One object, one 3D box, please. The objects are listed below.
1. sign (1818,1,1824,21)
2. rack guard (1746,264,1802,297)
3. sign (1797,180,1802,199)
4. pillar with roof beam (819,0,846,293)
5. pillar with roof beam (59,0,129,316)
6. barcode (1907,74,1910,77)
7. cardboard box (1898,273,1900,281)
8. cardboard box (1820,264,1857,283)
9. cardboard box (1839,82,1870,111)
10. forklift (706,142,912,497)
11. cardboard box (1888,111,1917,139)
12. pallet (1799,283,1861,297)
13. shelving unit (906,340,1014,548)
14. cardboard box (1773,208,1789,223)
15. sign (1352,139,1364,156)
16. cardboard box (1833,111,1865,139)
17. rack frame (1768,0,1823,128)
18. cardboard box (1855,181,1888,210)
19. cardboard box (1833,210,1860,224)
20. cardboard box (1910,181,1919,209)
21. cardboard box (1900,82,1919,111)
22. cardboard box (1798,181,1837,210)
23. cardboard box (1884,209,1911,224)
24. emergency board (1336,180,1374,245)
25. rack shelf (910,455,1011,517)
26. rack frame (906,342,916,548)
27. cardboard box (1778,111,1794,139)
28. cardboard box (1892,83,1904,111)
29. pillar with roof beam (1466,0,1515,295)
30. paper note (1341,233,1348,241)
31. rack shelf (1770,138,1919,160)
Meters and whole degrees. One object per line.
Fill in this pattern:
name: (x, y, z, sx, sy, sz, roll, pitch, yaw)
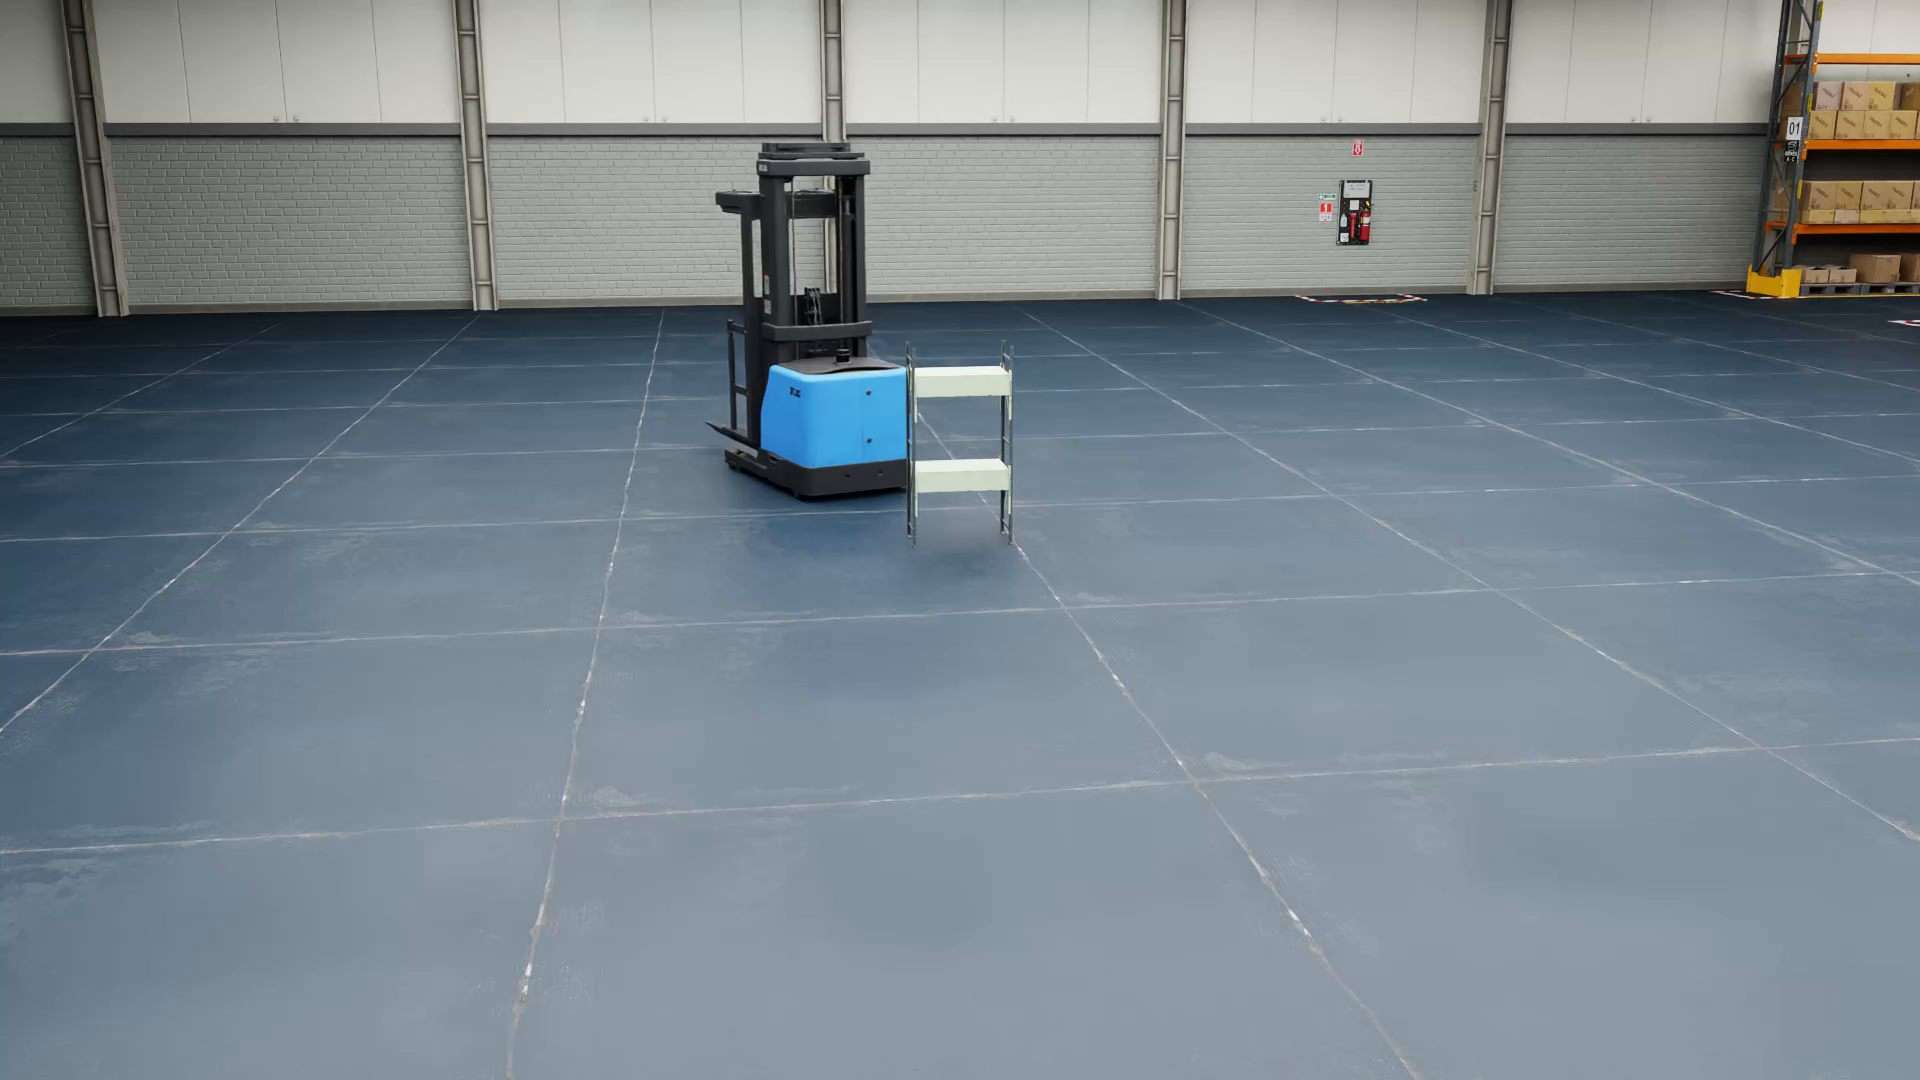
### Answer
sign: (15.146, -9.309, 29.260, 0.005, 0.325, 0.100, -2, 14, -8)
rack guard: (15.140, -4.829, 30.949, 0.348, 0.500, 1.175, -2, 14, -8)
sign: (15.146, -6.328, 30.008, 0.005, 0.325, 0.100, -2, 14, -8)
pillar with roof beam: (-1.529, -7.494, 24.104, 0.400, 9.000, 9.100, -2, 14, -8)
pillar with roof beam: (-13.395, -7.059, 22.370, 0.400, 9.000, 9.100, -2, 14, -8)
barcode: (17.582, -8.613, 30.827, 0.075, 0.075, 0.001, -2, 14, -8)
cardboard box: (17.436, -4.961, 31.293, 0.250, 0.149, 0.380, -3, 14, -13)
cardboard box: (16.326, -4.972, 31.003, 0.500, 0.311, 0.500, -1, 14, -4)
cardboard box: (15.986, -7.998, 29.979, 0.500, 0.500, 0.500, -2, 14, -9)
forklift: (-1.519, -2.094, 15.048, 1.130, 2.935, 3.031, -7, 16, -27)
cardboard box: (17.009, -7.559, 30.283, 0.500, 0.500, 0.500, -1, 14, -5)
pallet: (15.949, -4.710, 31.067, 1.213, 0.211, 1.003, -2, 14, -8)
shelving unit: (-0.007, -0.727, 12.538, 0.755, 1.500, 0.431, -2, 14, -8)
cardboard box: (15.498, -6.039, 30.903, 0.500, 0.250, 0.500, -2, 14, -7)
sign: (7.223, -7.122, 30.189, 0.199, 0.298, 0.001, -2, 14, -8)
cardboard box: (15.969, -7.514, 30.106, 0.500, 0.500, 0.500, -1, 14, -5)
rack frame: (15.065, -8.948, 29.904, 0.127, 3.000, 1.000, -2, 14, -8)
cardboard box: (16.584, -6.317, 30.469, 0.500, 0.500, 0.500, -3, 14, -10)
cardboard box: (16.106, -5.939, 30.504, 0.500, 0.250, 0.500, -3, 14, -10)
cardboard box: (17.607, -6.357, 30.631, 0.500, 0.500, 0.500, -3, 14, -10)
cardboard box: (17.510, -8.054, 30.203, 0.500, 0.500, 0.500, -3, 14, -10)
cardboard box: (15.582, -6.284, 30.339, 0.500, 0.500, 0.500, -2, 14, -8)
cardboard box: (17.111, -5.974, 30.643, 0.500, 0.250, 0.500, -2, 14, -8)
emergency board: (7.246, -5.974, 30.377, 0.643, 1.169, 0.194, -2, 14, -8)
rack shelf: (-0.007, -0.411, 12.618, 0.720, 0.370, 0.431, -2, 14, -8)
rack frame: (-0.369, -0.714, 12.486, 0.023, 1.500, 0.400, -2, 14, -8)
cardboard box: (15.440, -7.628, 30.557, 0.500, 0.500, 0.500, -1, 14, -4)
cardboard box: (16.980, -8.166, 30.650, 0.500, 0.500, 0.500, -2, 14, -8)
pillar with roof beam: (10.337, -7.929, 25.838, 0.400, 9.000, 9.100, -2, 14, -8)
paper note: (7.061, -5.557, 30.525, 0.142, 0.148, 0.016, -2, 14, -8)
rack shelf: (17.043, -7.217, 30.645, 4.000, 0.370, 1.077, -2, 14, -8)
